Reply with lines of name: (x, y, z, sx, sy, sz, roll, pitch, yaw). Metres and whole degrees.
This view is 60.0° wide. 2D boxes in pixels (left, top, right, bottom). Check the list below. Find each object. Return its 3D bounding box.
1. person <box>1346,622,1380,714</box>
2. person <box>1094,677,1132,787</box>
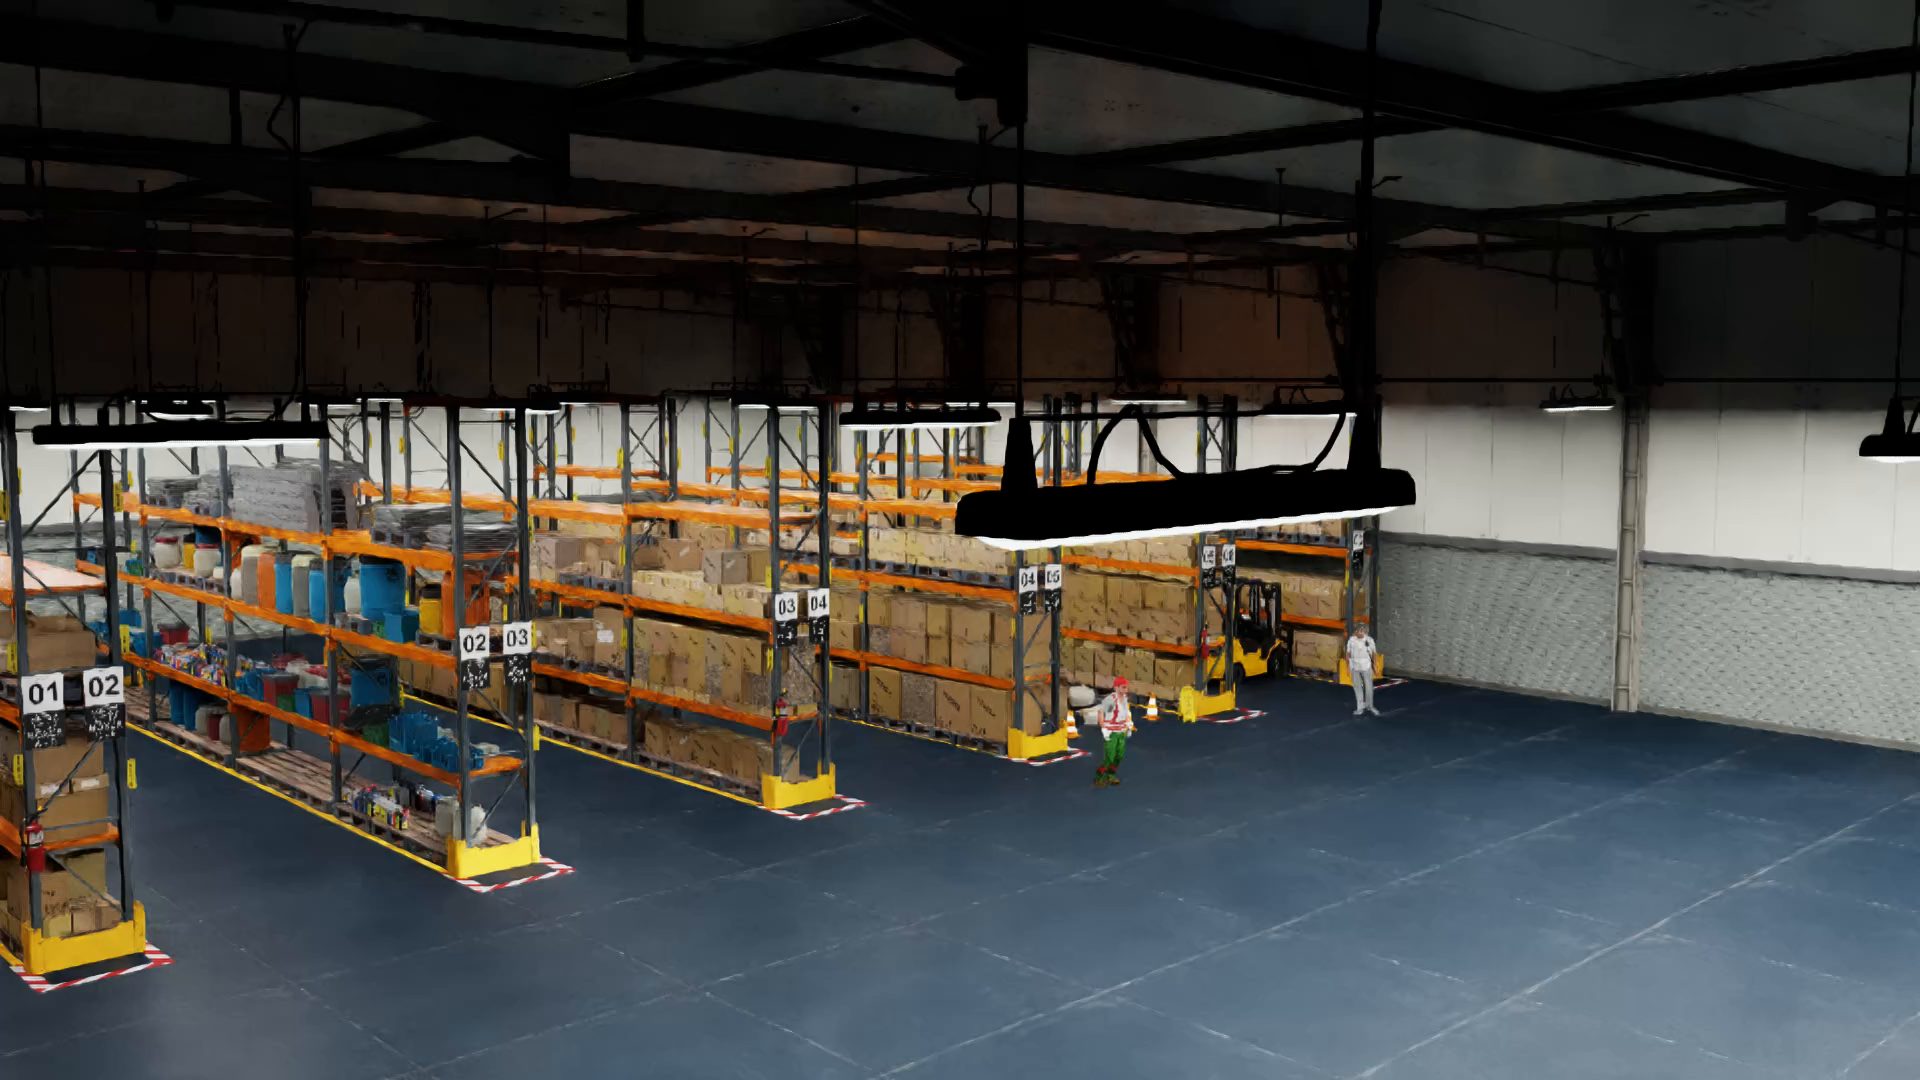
person: (7.615, 2.415, 31.399, 0.651, 1.751, 0.440, 2, 6, 20)
person: (2.406, 2.973, 25.867, 0.677, 1.742, 0.552, -5, 8, -45)
